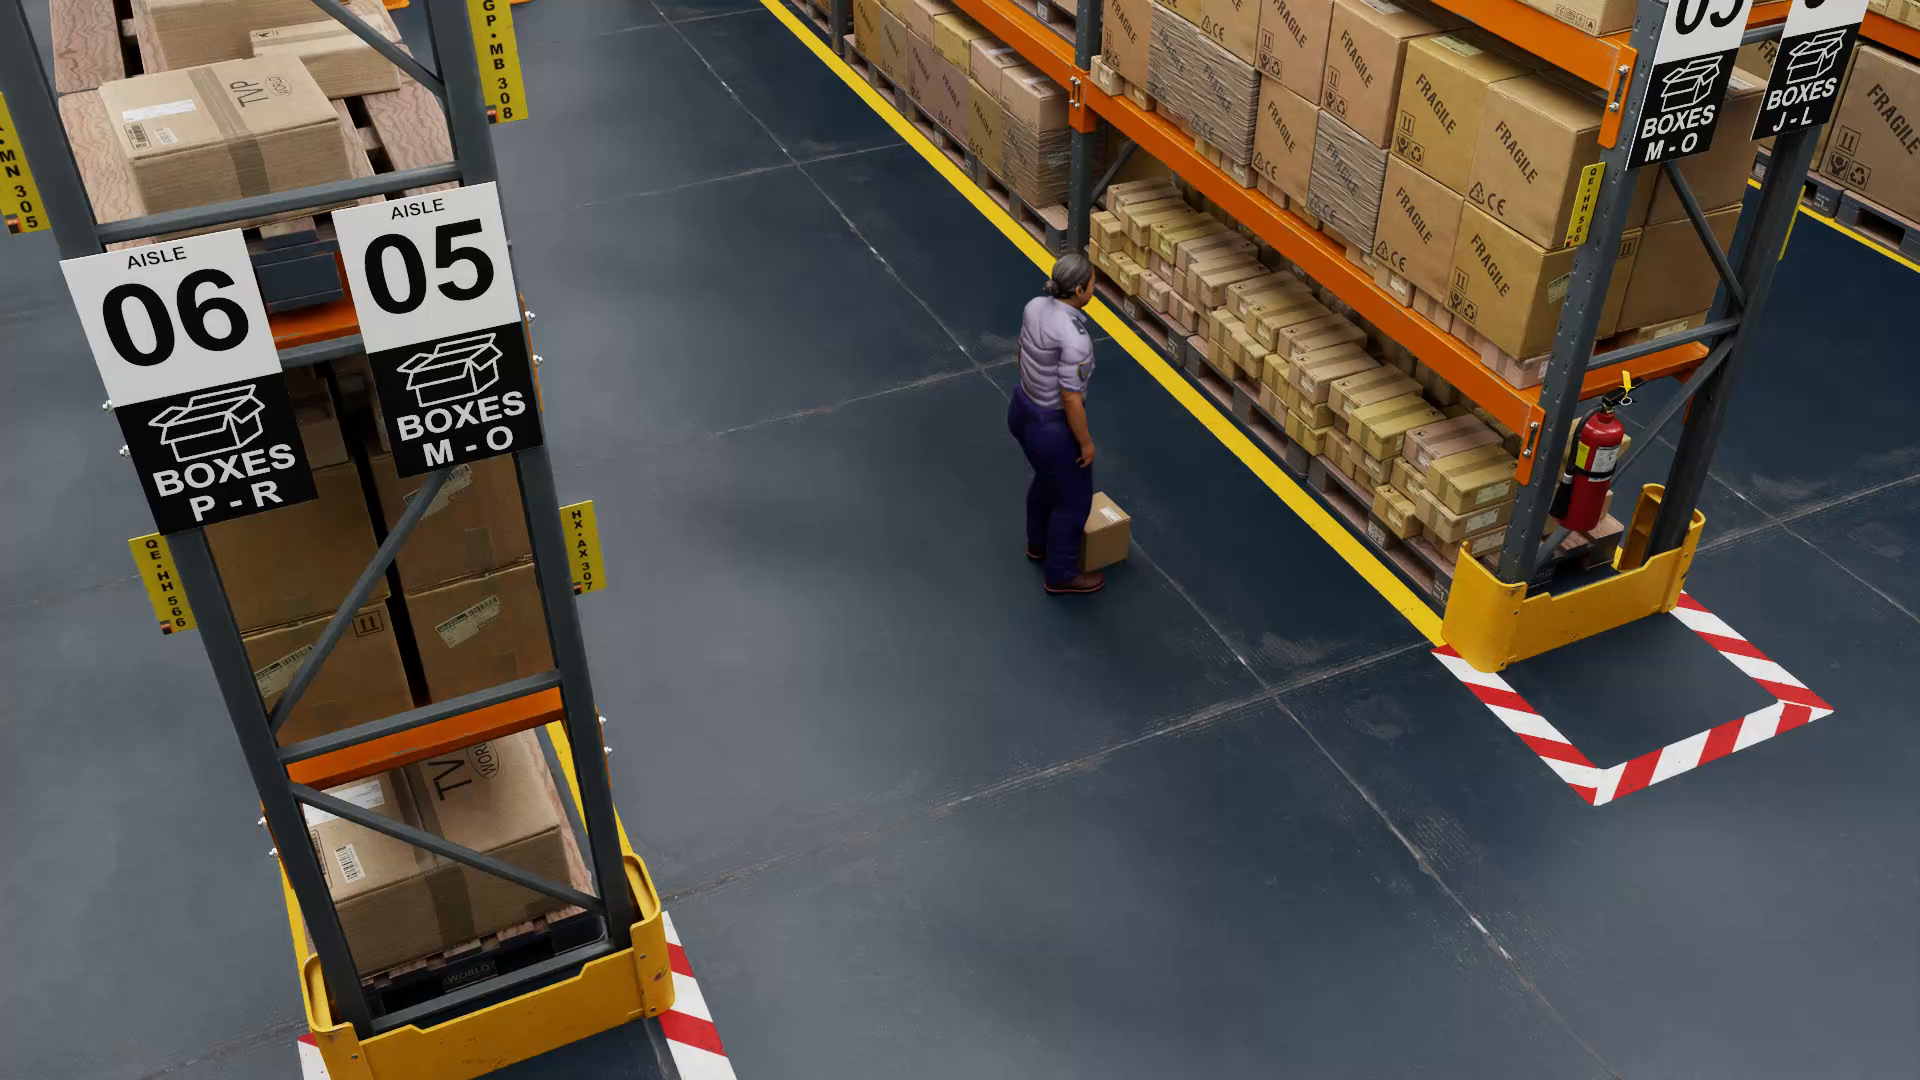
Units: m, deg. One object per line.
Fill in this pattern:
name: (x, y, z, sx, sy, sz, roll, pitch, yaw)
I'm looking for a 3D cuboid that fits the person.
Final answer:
person: (0.455, -0.533, 7.554, 0.413, 1.652, 0.541, -16, 40, -20)
